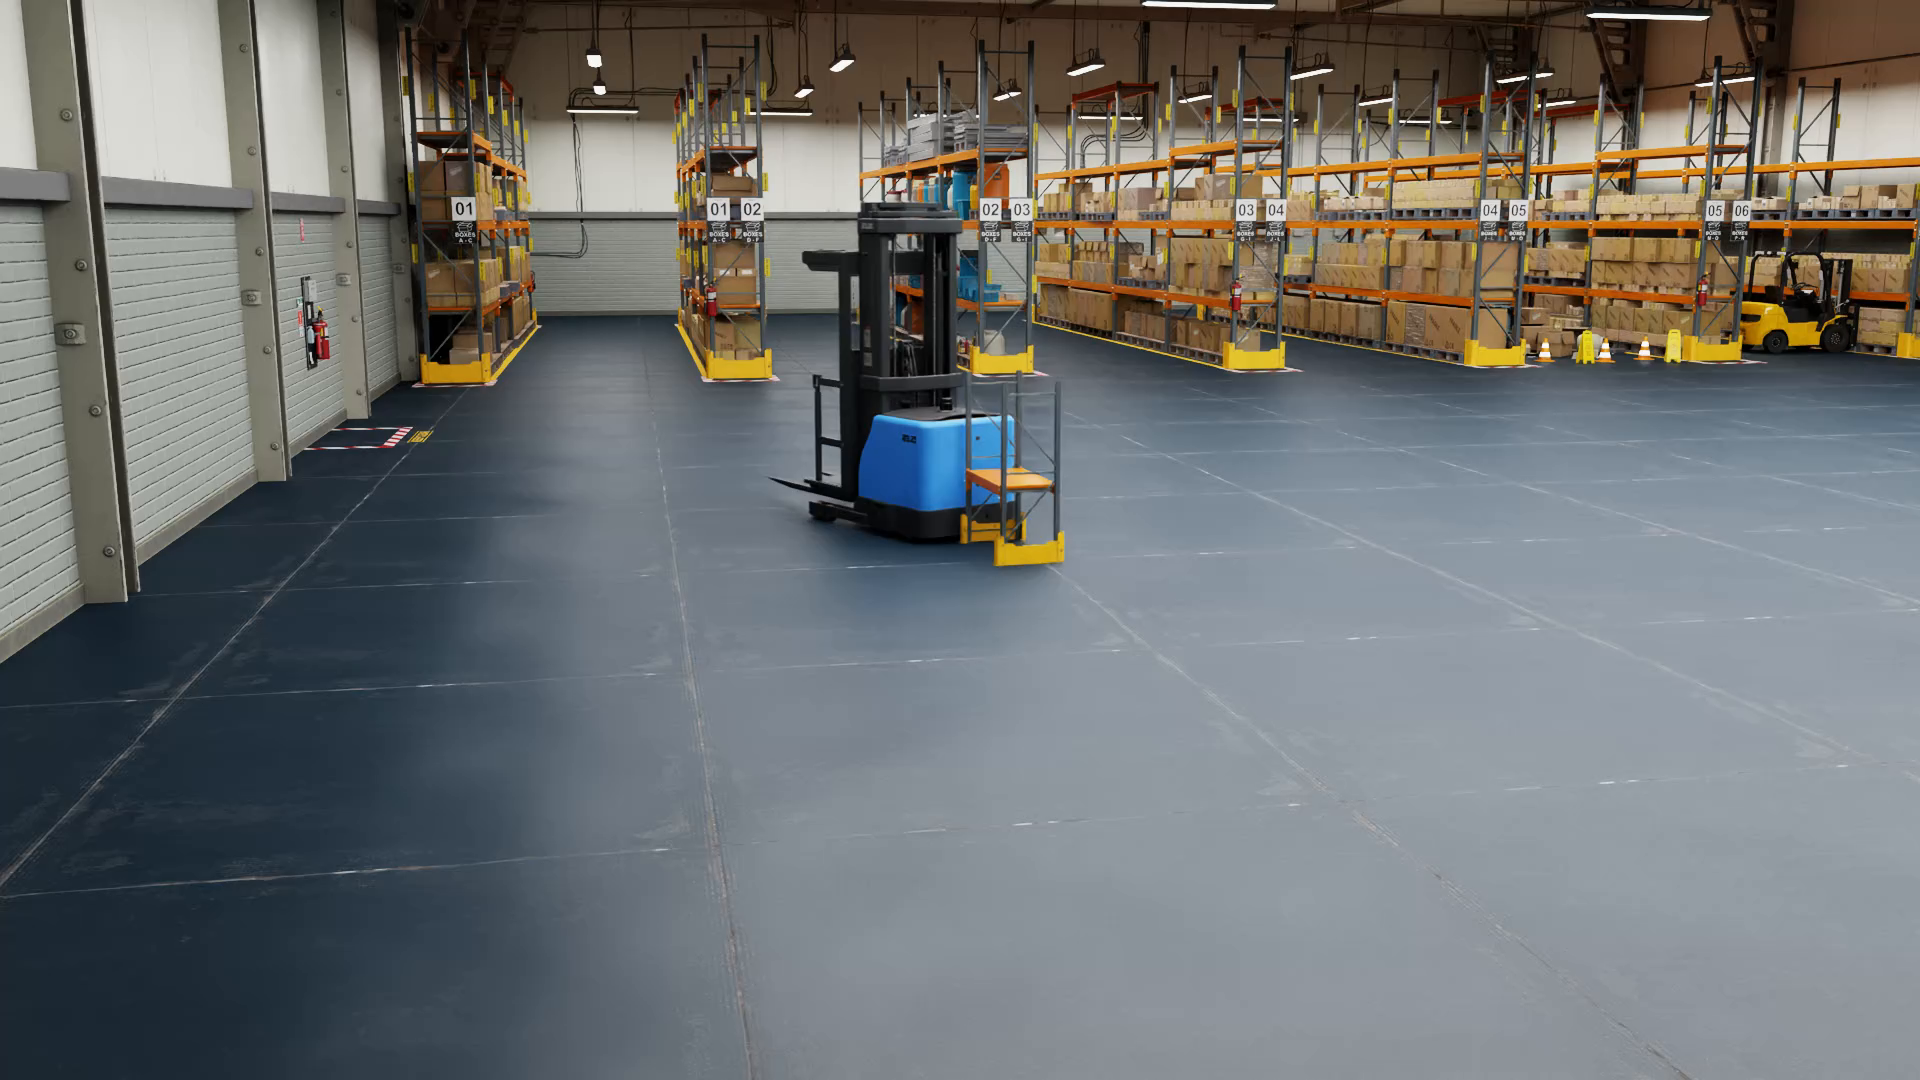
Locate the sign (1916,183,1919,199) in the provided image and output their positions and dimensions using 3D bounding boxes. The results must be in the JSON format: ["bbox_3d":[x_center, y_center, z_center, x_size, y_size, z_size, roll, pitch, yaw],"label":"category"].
[{"bbox_3d":[19.753,-7.186,34.252,0.100,0.325,0.005,-2,11,-11],"label":"sign"}]

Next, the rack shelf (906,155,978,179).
[{"bbox_3d":[-0.327,-8.110,36.232,1.077,0.370,4.000,-2,11,-11],"label":"rack shelf"}]

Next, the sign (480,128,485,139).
[{"bbox_3d":[-12.535,-10.651,43.668,0.100,0.325,0.005,-2,11,-11],"label":"sign"}]

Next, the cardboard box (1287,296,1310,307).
[{"bbox_3d":[8.529,-5.976,41.630,0.500,0.250,0.500,-2,11,-10],"label":"cardboard box"}]

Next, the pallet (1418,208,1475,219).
[{"bbox_3d":[10.188,-6.744,34.322,1.003,0.211,1.213,-2,11,-11],"label":"pallet"}]

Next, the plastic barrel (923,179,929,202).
[{"bbox_3d":[-0.504,-7.391,36.143,0.600,0.901,0.708,-2,11,-11],"label":"plastic barrel"}]

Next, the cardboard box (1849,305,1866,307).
[{"bbox_3d":[19.588,-5.033,36.672,0.500,0.250,0.500,-2,11,-12],"label":"cardboard box"}]

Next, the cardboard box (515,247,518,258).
[{"bbox_3d":[-10.680,-6.762,39.080,0.500,0.250,0.500,-2,11,-10],"label":"cardboard box"}]

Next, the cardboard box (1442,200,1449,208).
[{"bbox_3d":[9.988,-6.795,33.634,0.380,0.149,0.250,-2,11,-12],"label":"cardboard box"}]

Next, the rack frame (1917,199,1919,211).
[{"bbox_3d":[20.288,-8.281,34.137,1.000,3.000,0.127,-2,11,-11],"label":"rack frame"}]

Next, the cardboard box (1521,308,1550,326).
[{"bbox_3d":[12.901,-4.960,37.394,0.500,0.500,0.500,-2,11,-11],"label":"cardboard box"}]

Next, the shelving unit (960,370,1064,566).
[{"bbox_3d":[0.430,-0.632,14.007,0.587,1.500,1.083,-3,11,-16],"label":"shelving unit"}]

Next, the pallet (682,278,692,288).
[{"bbox_3d":[-5.776,-5.928,38.330,1.213,0.211,1.003,-2,11,-11],"label":"pallet"}]

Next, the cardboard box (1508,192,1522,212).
[{"bbox_3d":[13.642,-8.414,41.460,0.797,0.503,0.637,-3,11,-15],"label":"cardboard box"}]

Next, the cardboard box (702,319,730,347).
[{"bbox_3d":[-4.624,-3.927,31.532,0.500,0.500,0.500,-2,11,-11],"label":"cardboard box"}]

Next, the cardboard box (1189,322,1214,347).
[{"bbox_3d":[5.078,-4.325,34.958,0.500,0.500,0.500,1,11,7],"label":"cardboard box"}]

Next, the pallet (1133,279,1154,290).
[{"bbox_3d":[4.568,-5.804,37.680,1.003,0.211,1.213,-2,11,-11],"label":"pallet"}]

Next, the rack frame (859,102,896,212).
[{"bbox_3d":[-2.272,-10.494,45.763,1.000,3.000,0.127,-2,11,-11],"label":"rack frame"}]

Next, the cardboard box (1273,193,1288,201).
[{"bbox_3d":[8.421,-8.598,42.423,0.797,0.503,0.637,-2,11,-12],"label":"cardboard box"}]

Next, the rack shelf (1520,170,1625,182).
[{"bbox_3d":[17.565,-10.494,47.695,1.077,0.370,4.000,-2,11,-11],"label":"rack shelf"}]

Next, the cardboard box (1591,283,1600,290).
[{"bbox_3d":[14.388,-5.693,37.259,0.380,0.149,0.250,-2,11,-11],"label":"cardboard box"}]

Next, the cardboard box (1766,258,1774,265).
[{"bbox_3d":[19.157,-6.537,39.015,0.380,0.149,0.250,-2,11,-12],"label":"cardboard box"}]

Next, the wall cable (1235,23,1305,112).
[{"bbox_3d":[9.898,-15.271,53.210,2.355,3.000,0.029,-2,11,-11],"label":"wall cable"}]

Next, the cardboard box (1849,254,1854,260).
[{"bbox_3d":[19.707,-6.187,36.382,0.380,0.149,0.250,-2,11,-10],"label":"cardboard box"}]

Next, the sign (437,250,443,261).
[{"bbox_3d":[-10.199,-5.534,32.650,0.100,0.325,0.005,-2,11,-11],"label":"sign"}]

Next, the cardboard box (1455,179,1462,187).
[{"bbox_3d":[10.088,-7.094,33.070,0.380,0.149,0.250,-2,11,-10],"label":"cardboard box"}]

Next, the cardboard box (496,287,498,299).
[{"bbox_3d":[-9.177,-4.754,32.000,0.500,0.250,0.500,-2,11,-11],"label":"cardboard box"}]

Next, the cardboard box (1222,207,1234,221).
[{"bbox_3d":[5.356,-6.271,32.002,0.500,0.250,0.500,-2,11,-10],"label":"cardboard box"}]

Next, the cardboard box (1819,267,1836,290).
[{"bbox_3d":[19.557,-5.838,37.079,0.500,0.500,0.500,-2,11,-12],"label":"cardboard box"}]

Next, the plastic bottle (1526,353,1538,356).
[{"bbox_3d":[12.053,-3.915,35.101,0.133,0.061,0.283,-6,13,-31],"label":"plastic bottle"}]

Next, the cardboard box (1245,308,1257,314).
[{"bbox_3d":[7.877,-6.153,44.709,0.380,0.149,0.250,-2,11,-10],"label":"cardboard box"}]

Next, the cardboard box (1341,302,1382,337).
[{"bbox_3d":[9.413,-5.077,38.240,1.050,0.750,0.750,-2,11,-11],"label":"cardboard box"}]

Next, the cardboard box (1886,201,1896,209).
[{"bbox_3d":[19.829,-7.080,35.133,0.380,0.149,0.250,-2,11,-13],"label":"cardboard box"}]

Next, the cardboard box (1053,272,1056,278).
[{"bbox_3d":[2.734,-7.149,44.909,0.380,0.149,0.250,-2,11,-12],"label":"cardboard box"}]

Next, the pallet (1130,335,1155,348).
[{"bbox_3d":[4.527,-4.523,37.896,1.003,0.211,1.213,-2,11,-11],"label":"pallet"}]

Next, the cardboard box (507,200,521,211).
[{"bbox_3d":[-11.087,-8.244,40.978,0.500,0.250,0.500,-2,11,-11],"label":"cardboard box"}]

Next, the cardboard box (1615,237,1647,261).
[{"bbox_3d":[14.663,-6.297,36.019,0.700,0.500,0.500,-2,11,-12],"label":"cardboard box"}]

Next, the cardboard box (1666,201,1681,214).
[{"bbox_3d":[14.972,-6.876,34.381,0.500,0.250,0.500,-2,11,-12],"label":"cardboard box"}]

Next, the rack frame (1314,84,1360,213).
[{"bbox_3d":[9.028,-9.369,39.851,1.000,3.000,0.127,-2,11,-11],"label":"rack frame"}]

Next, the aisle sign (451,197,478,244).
[{"bbox_3d":[-8.569,-5.527,28.758,0.394,0.787,0.004,-2,11,-11],"label":"aisle sign"}]

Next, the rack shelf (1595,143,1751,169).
[{"bbox_3d":[15.030,-8.112,35.180,1.077,0.370,4.000,-2,11,-11],"label":"rack shelf"}]

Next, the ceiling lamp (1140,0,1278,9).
[{"bbox_3d":[3.657,-9.240,23.562,2.000,3.185,0.800,-2,11,-11],"label":"ceiling lamp"}]

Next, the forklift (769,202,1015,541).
[{"bbox_3d":[-0.775,-1.661,15.585,1.130,2.935,3.031,-8,13,-35],"label":"forklift"}]

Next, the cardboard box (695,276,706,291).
[{"bbox_3d":[-5.591,-5.685,36.782,0.500,0.311,0.500,-2,11,-12],"label":"cardboard box"}]

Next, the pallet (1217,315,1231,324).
[{"bbox_3d":[7.844,-6.131,46.345,1.003,0.211,1.213,-2,11,-11],"label":"pallet"}]

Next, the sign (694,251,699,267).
[{"bbox_3d":[-5.328,-5.675,33.604,0.100,0.325,0.005,-2,11,-11],"label":"sign"}]

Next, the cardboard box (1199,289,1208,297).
[{"bbox_3d":[5.046,-4.985,33.537,0.380,0.149,0.250,-2,11,-11],"label":"cardboard box"}]

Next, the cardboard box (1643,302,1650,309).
[{"bbox_3d":[14.775,-4.992,35.393,0.380,0.149,0.250,-2,11,-9],"label":"cardboard box"}]

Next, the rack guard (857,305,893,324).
[{"bbox_3d":[-2.289,-6.323,46.578,1.175,0.500,0.348,-2,11,-11],"label":"rack guard"}]

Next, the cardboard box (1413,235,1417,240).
[{"bbox_3d":[12.730,-8.356,45.899,0.380,0.149,0.250,-2,11,-11],"label":"cardboard box"}]

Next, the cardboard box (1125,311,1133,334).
[{"bbox_3d":[4.293,-5.126,39.112,0.700,0.500,0.500,-3,11,-14],"label":"cardboard box"}]

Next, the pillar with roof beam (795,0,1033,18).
[{"bbox_3d":[-1.296,-15.318,47.844,6.894,0.400,0.400,-2,11,-11],"label":"pillar with roof beam"}]

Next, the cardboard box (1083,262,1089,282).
[{"bbox_3d":[3.405,-6.765,41.949,0.500,0.500,0.500,-2,11,-12],"label":"cardboard box"}]

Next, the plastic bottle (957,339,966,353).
[{"bbox_3d":[0.031,-3.858,33.054,0.152,0.276,0.135,-2,11,-11],"label":"plastic bottle"}]
